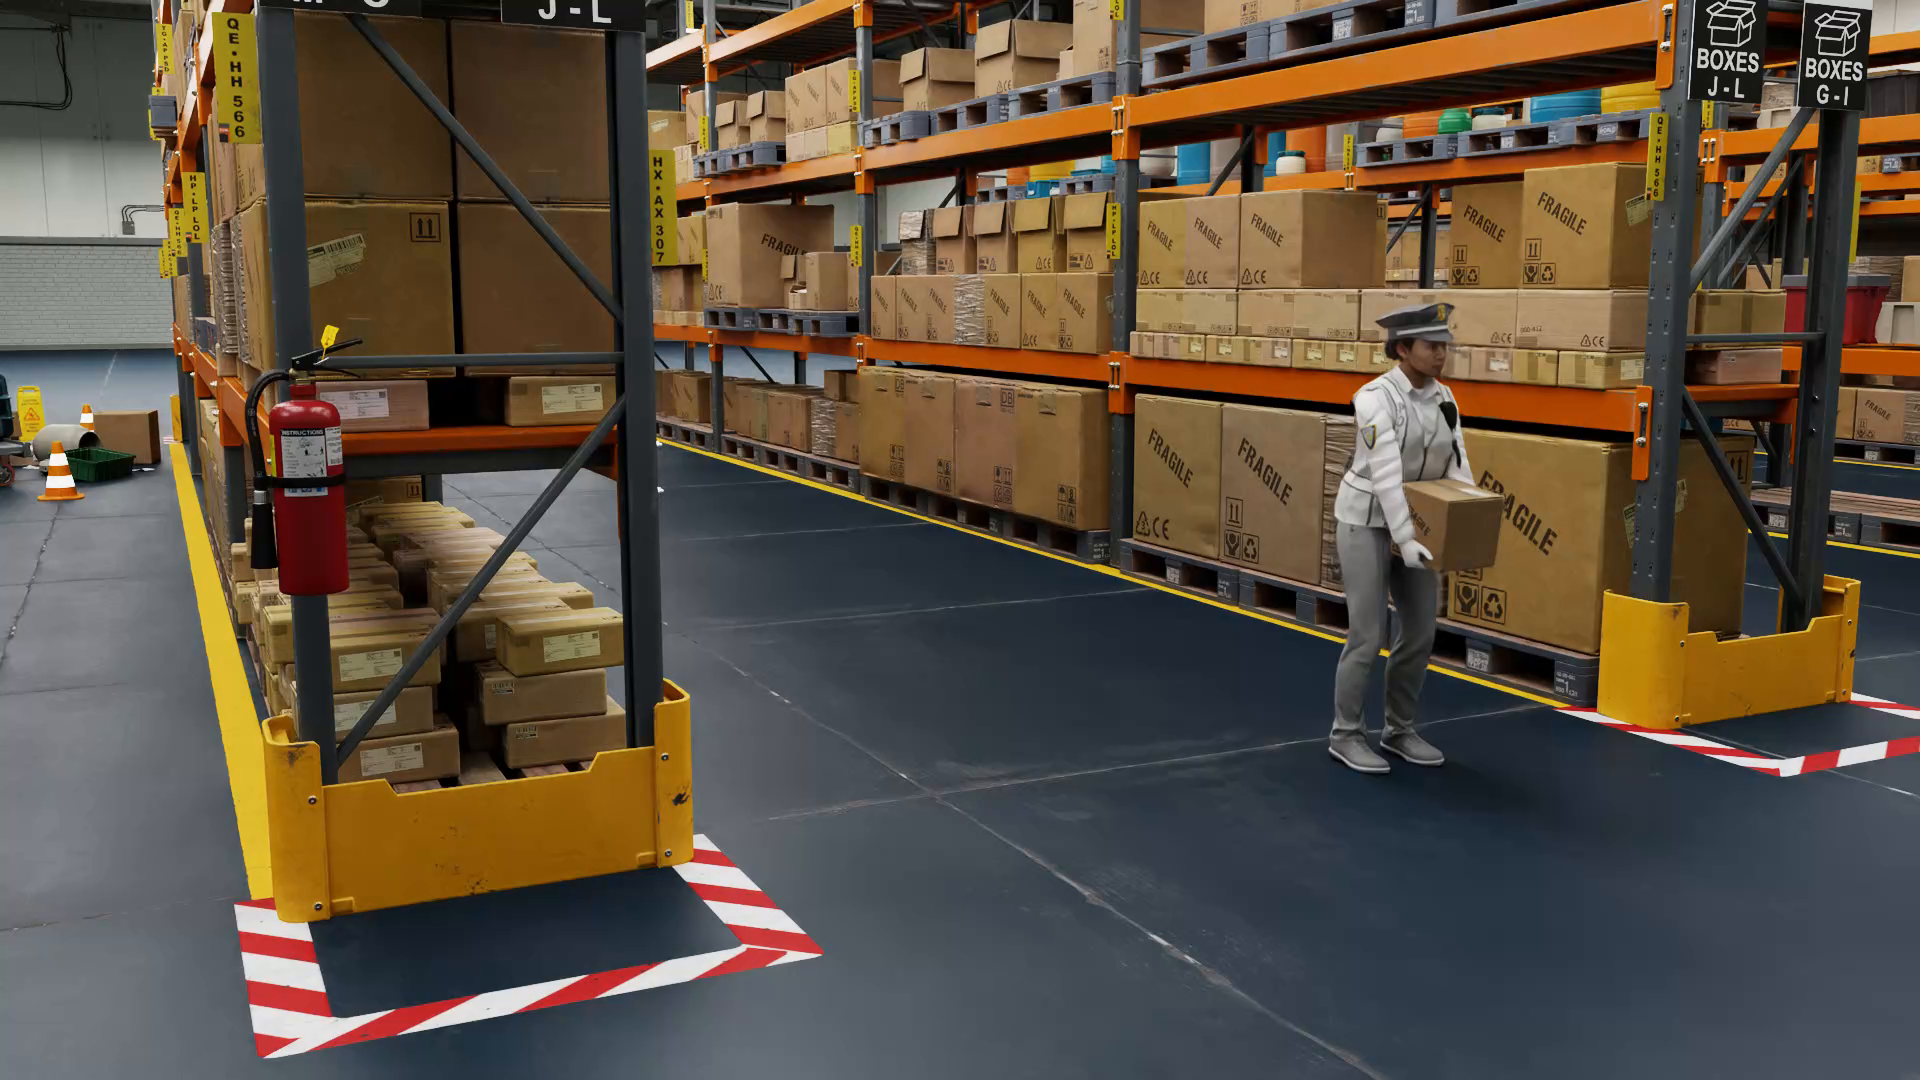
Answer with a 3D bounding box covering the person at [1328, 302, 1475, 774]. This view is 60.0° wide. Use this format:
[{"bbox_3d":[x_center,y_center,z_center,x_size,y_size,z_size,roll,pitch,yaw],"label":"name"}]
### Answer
[{"bbox_3d":[1.592,-0.002,5.882,0.415,1.665,0.542,-4,10,-27],"label":"person"}]
